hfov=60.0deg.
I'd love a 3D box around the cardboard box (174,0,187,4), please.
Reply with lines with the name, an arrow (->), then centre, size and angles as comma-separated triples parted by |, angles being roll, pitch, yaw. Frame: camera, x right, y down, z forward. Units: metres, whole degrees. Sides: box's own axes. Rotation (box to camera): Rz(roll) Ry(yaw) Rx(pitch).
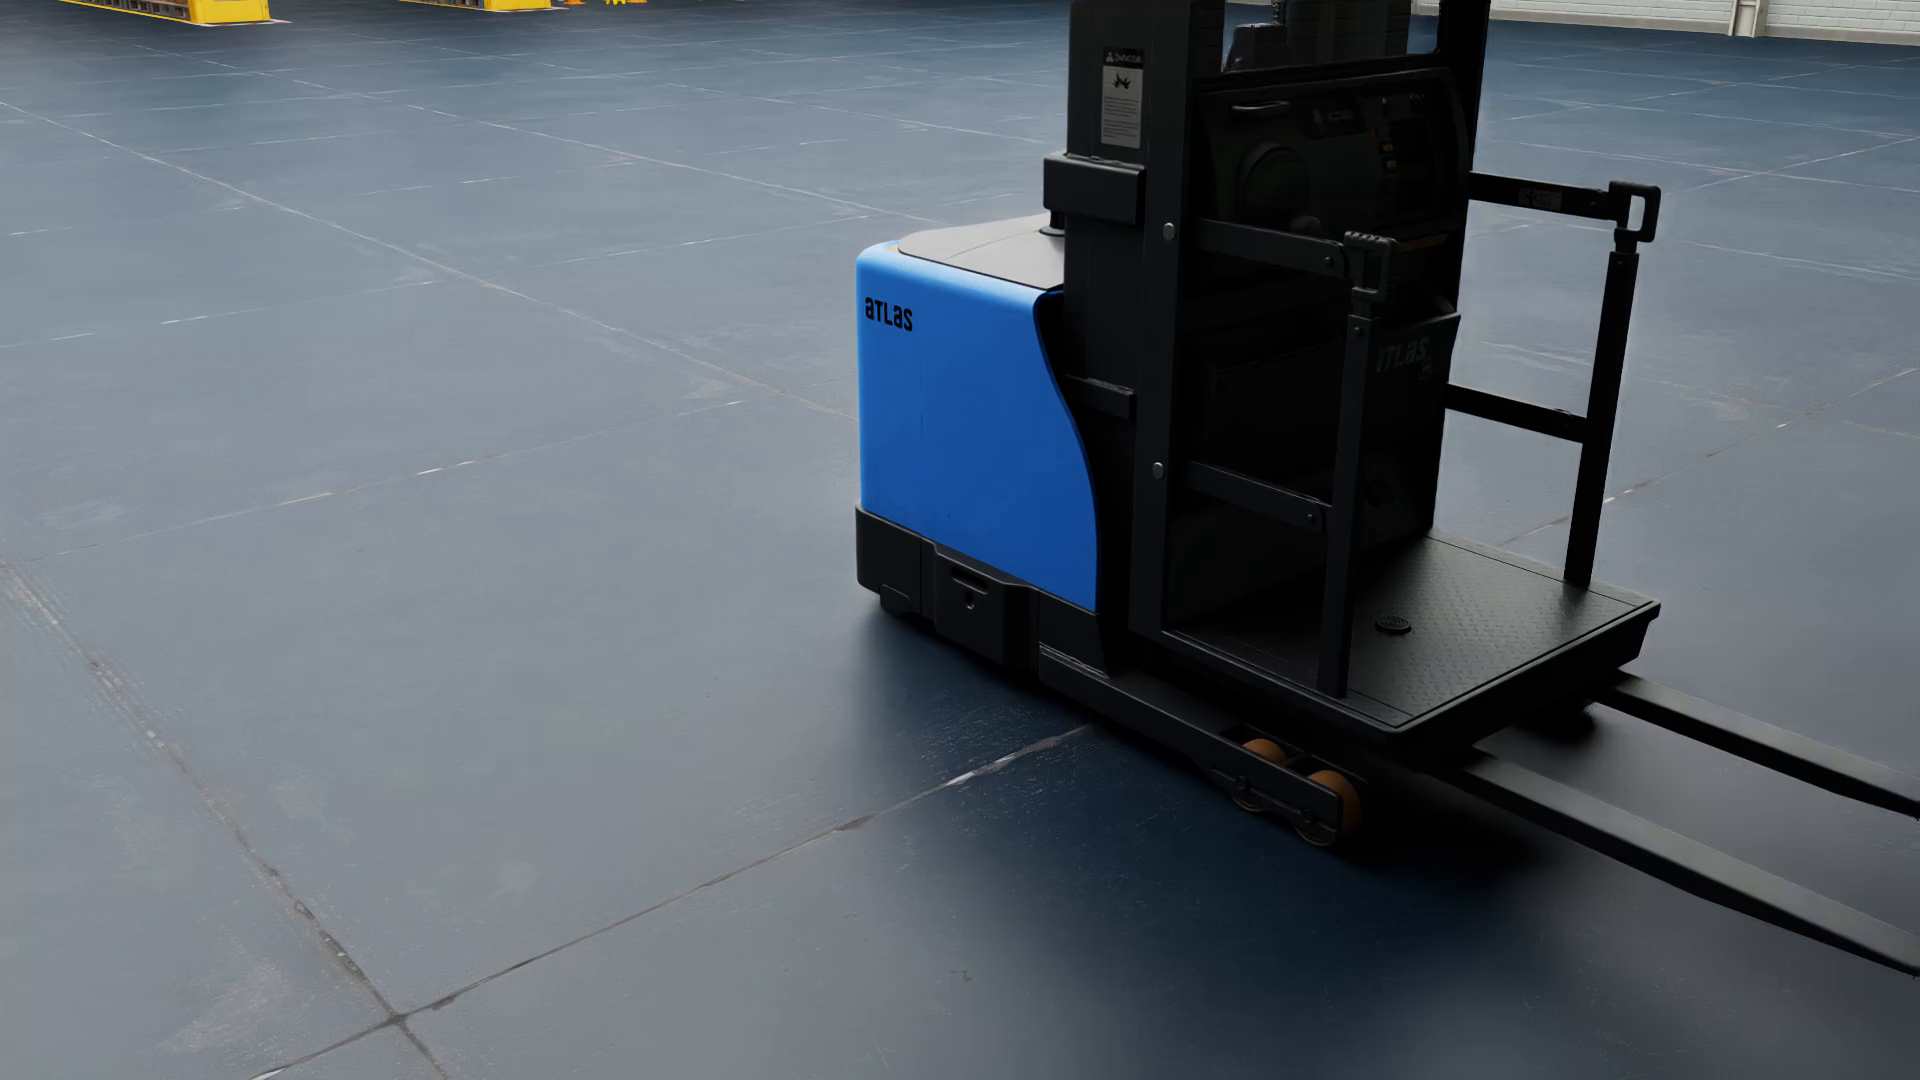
cardboard box -> -12.971, -9.328, 28.039 | 0.500, 0.500, 0.500 | -14, 26, -33

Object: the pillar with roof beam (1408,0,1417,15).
pillar with roof beam -> 4.299, -12.187, 24.261 | 9.100, 9.000, 0.400 | -17, 27, -37

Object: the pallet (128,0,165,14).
pallet -> -13.912, -9.415, 29.233 | 1.003, 0.211, 1.213 | -17, 27, -37

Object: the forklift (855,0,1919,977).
forklift -> 1.022, -0.886, 3.726 | 1.130, 2.935, 3.031 | -17, 27, -37

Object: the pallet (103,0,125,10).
pallet -> -14.886, -9.807, 30.234 | 1.003, 0.211, 1.213 | -17, 27, -37

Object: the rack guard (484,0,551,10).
rack guard -> -7.927, -9.768, 29.737 | 1.175, 0.500, 0.348 | -17, 27, -37

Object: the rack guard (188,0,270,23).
rack guard -> -11.816, -8.643, 26.865 | 1.175, 0.500, 0.348 | -17, 27, -37

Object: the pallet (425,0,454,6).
pallet -> -9.316, -10.179, 31.184 | 1.003, 0.211, 1.213 | -17, 27, -37

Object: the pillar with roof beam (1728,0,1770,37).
pillar with roof beam -> 8.216, -10.530, 20.029 | 9.100, 9.000, 0.400 | -17, 27, -37

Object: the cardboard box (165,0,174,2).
cardboard box -> -13.302, -9.493, 28.460 | 0.500, 0.500, 0.500 | 19, 29, 40

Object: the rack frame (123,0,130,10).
rack frame -> -14.377, -10.891, 29.177 | 1.000, 3.000, 0.127 | -17, 27, -37

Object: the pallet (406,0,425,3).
pallet -> -10.116, -10.516, 32.045 | 1.003, 0.211, 1.213 | -17, 27, -37

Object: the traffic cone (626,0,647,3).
traffic cone -> -6.135, -10.417, 31.446 | 0.336, 0.463, 0.334 | -17, 27, -37

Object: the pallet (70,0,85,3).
pallet -> -16.479, -10.481, 31.955 | 1.003, 0.211, 1.213 | -17, 27, -37

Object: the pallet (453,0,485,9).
pallet -> -8.524, -9.842, 30.324 | 1.003, 0.211, 1.213 | -17, 27, -37

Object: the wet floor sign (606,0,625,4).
wet floor sign -> -6.424, -10.306, 30.911 | 0.232, 0.644, 0.267 | 17, 27, 36

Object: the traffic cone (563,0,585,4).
traffic cone -> -7.213, -10.242, 30.999 | 0.336, 0.463, 0.334 | -17, 27, -37

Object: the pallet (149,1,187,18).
pallet -> -13.111, -9.078, 28.372 | 1.003, 0.211, 1.213 | -17, 27, -37

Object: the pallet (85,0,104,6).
pallet -> -15.687, -10.144, 31.095 | 1.003, 0.211, 1.213 | -17, 27, -37

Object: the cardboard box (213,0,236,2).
cardboard box -> -12.161, -8.994, 27.185 | 0.500, 0.500, 0.500 | -12, 24, -28

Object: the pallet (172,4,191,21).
pallet -> -12.319, -8.741, 27.512 | 1.003, 0.211, 1.213 | -17, 27, -37
